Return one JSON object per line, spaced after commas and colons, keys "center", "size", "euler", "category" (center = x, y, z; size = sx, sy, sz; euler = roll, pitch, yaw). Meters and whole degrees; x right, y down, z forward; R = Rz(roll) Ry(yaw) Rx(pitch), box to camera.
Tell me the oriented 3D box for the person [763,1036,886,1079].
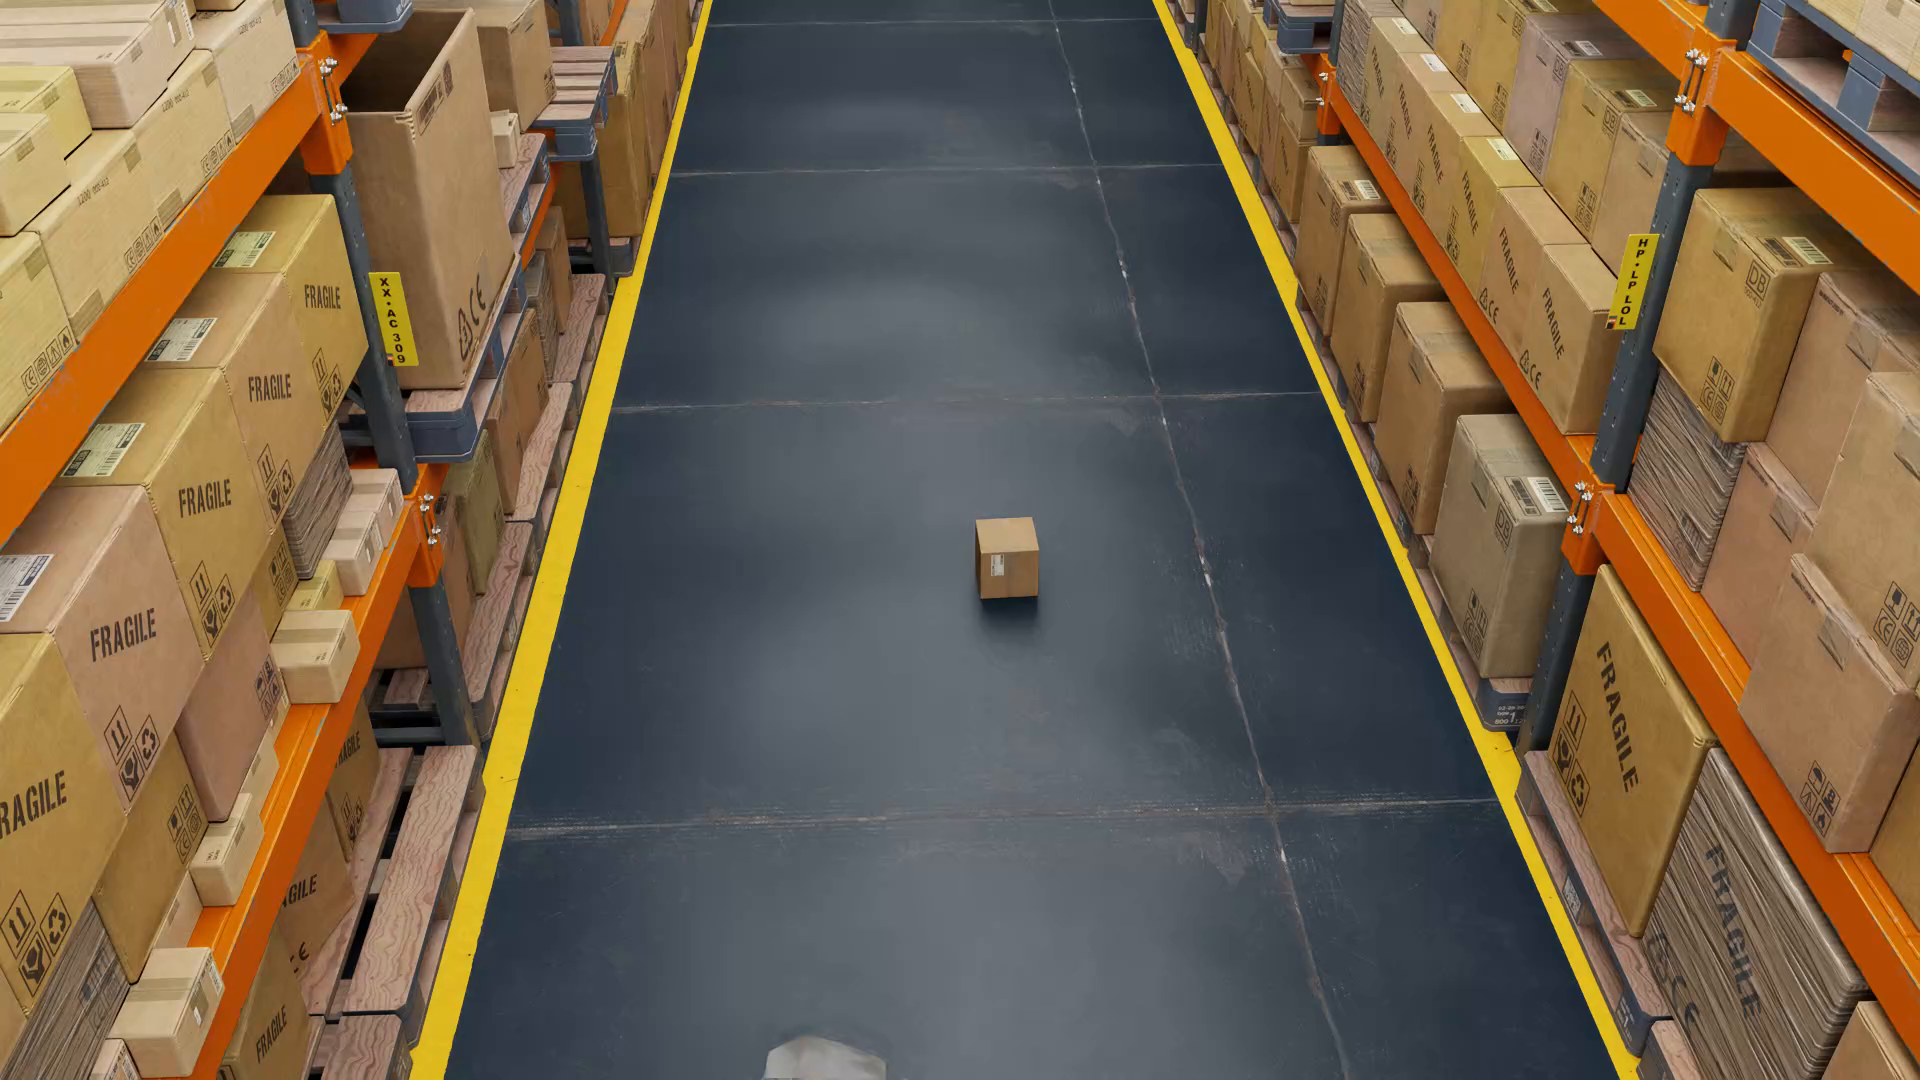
{"center": [-0.294, 1.754, 3.649], "size": [0.477, 1.720, 0.456], "euler": [4, 36, 6], "category": "person"}
